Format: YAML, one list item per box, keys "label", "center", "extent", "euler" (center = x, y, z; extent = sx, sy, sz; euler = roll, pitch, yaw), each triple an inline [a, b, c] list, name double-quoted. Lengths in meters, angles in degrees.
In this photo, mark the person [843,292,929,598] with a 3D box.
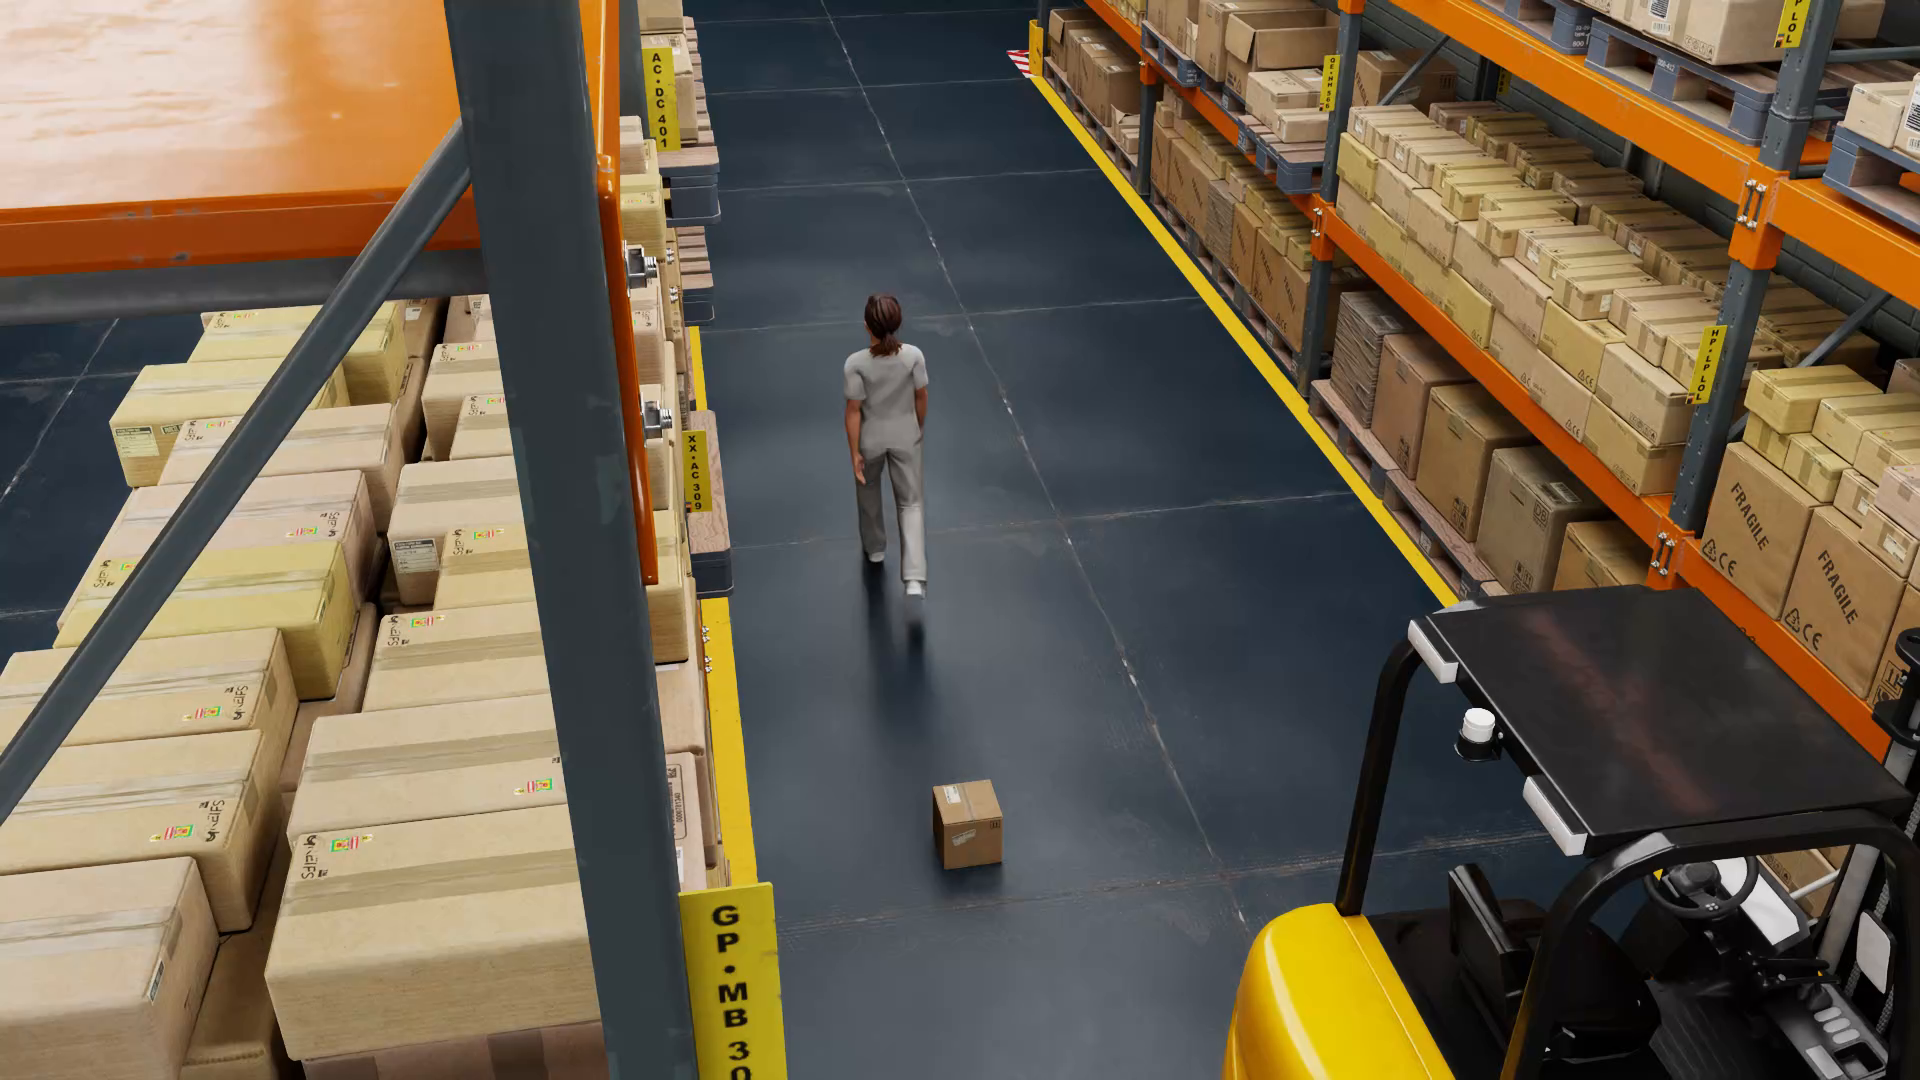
- label: "person"
  center: [-0.370, -0.487, 8.441]
  extent: [0.440, 1.626, 0.969]
  euler: [-5, 31, -8]
